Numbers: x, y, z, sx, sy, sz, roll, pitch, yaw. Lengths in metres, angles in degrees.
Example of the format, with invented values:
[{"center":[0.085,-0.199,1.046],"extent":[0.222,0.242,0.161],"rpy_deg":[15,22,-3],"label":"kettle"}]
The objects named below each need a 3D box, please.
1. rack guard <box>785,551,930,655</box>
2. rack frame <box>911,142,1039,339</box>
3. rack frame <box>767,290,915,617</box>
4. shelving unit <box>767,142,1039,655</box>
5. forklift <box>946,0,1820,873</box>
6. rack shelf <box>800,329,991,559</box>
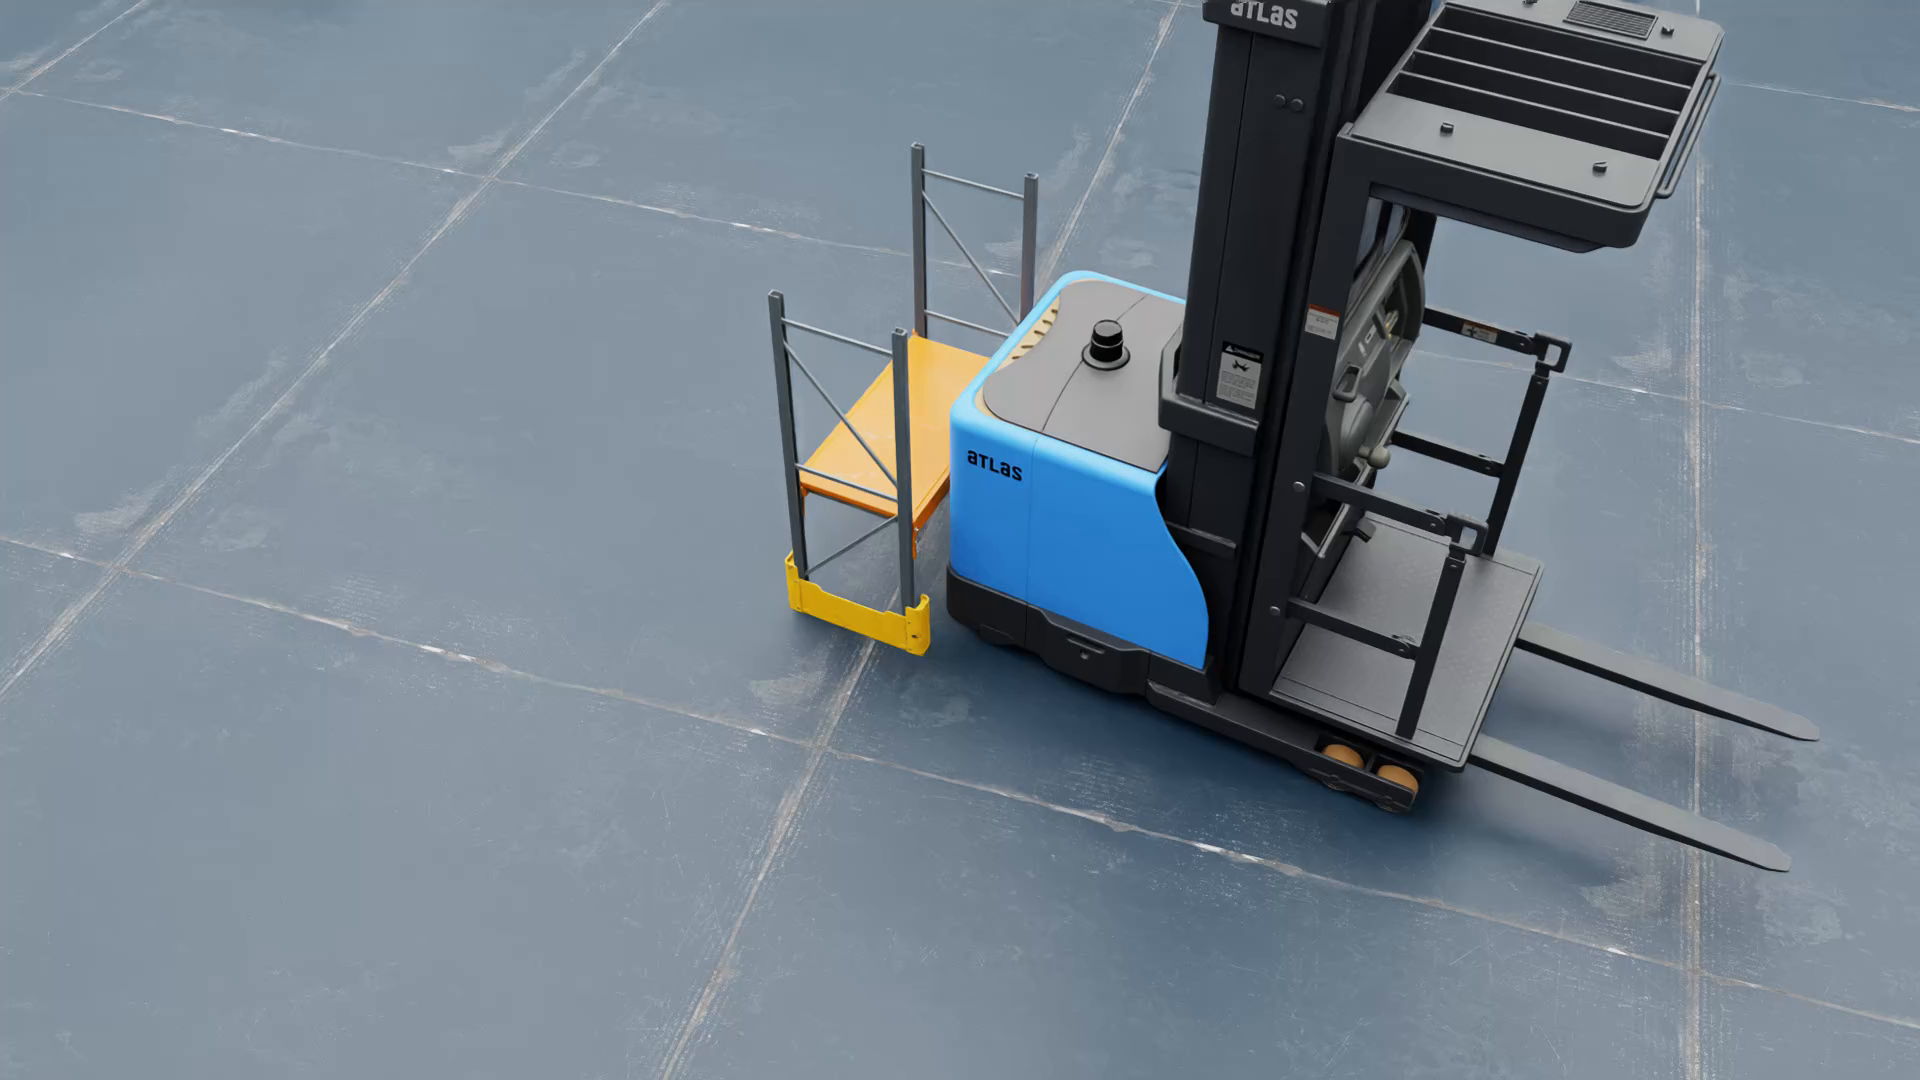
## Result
[{"center":[-0.389,0.237,6.329],"extent":[0.587,0.250,0.087],"rpy_deg":[19,47,18],"label":"rack guard"},{"center":[0.050,-0.836,6.532],"extent":[0.500,1.500,0.032],"rpy_deg":[19,47,18],"label":"rack frame"},{"center":[-0.398,-0.198,5.879],"extent":[0.500,1.500,0.032],"rpy_deg":[19,47,18],"label":"rack frame"},{"center":[-0.170,-0.522,6.211],"extent":[0.587,1.500,1.083],"rpy_deg":[19,47,18],"label":"shelving unit"},{"center":[1.492,-0.532,5.198],"extent":[3.031,2.935,1.130],"rpy_deg":[21,48,20],"label":"forklift"},{"center":[-0.174,-0.388,6.331],"extent":[0.538,0.185,1.000],"rpy_deg":[19,47,18],"label":"rack shelf"}]
